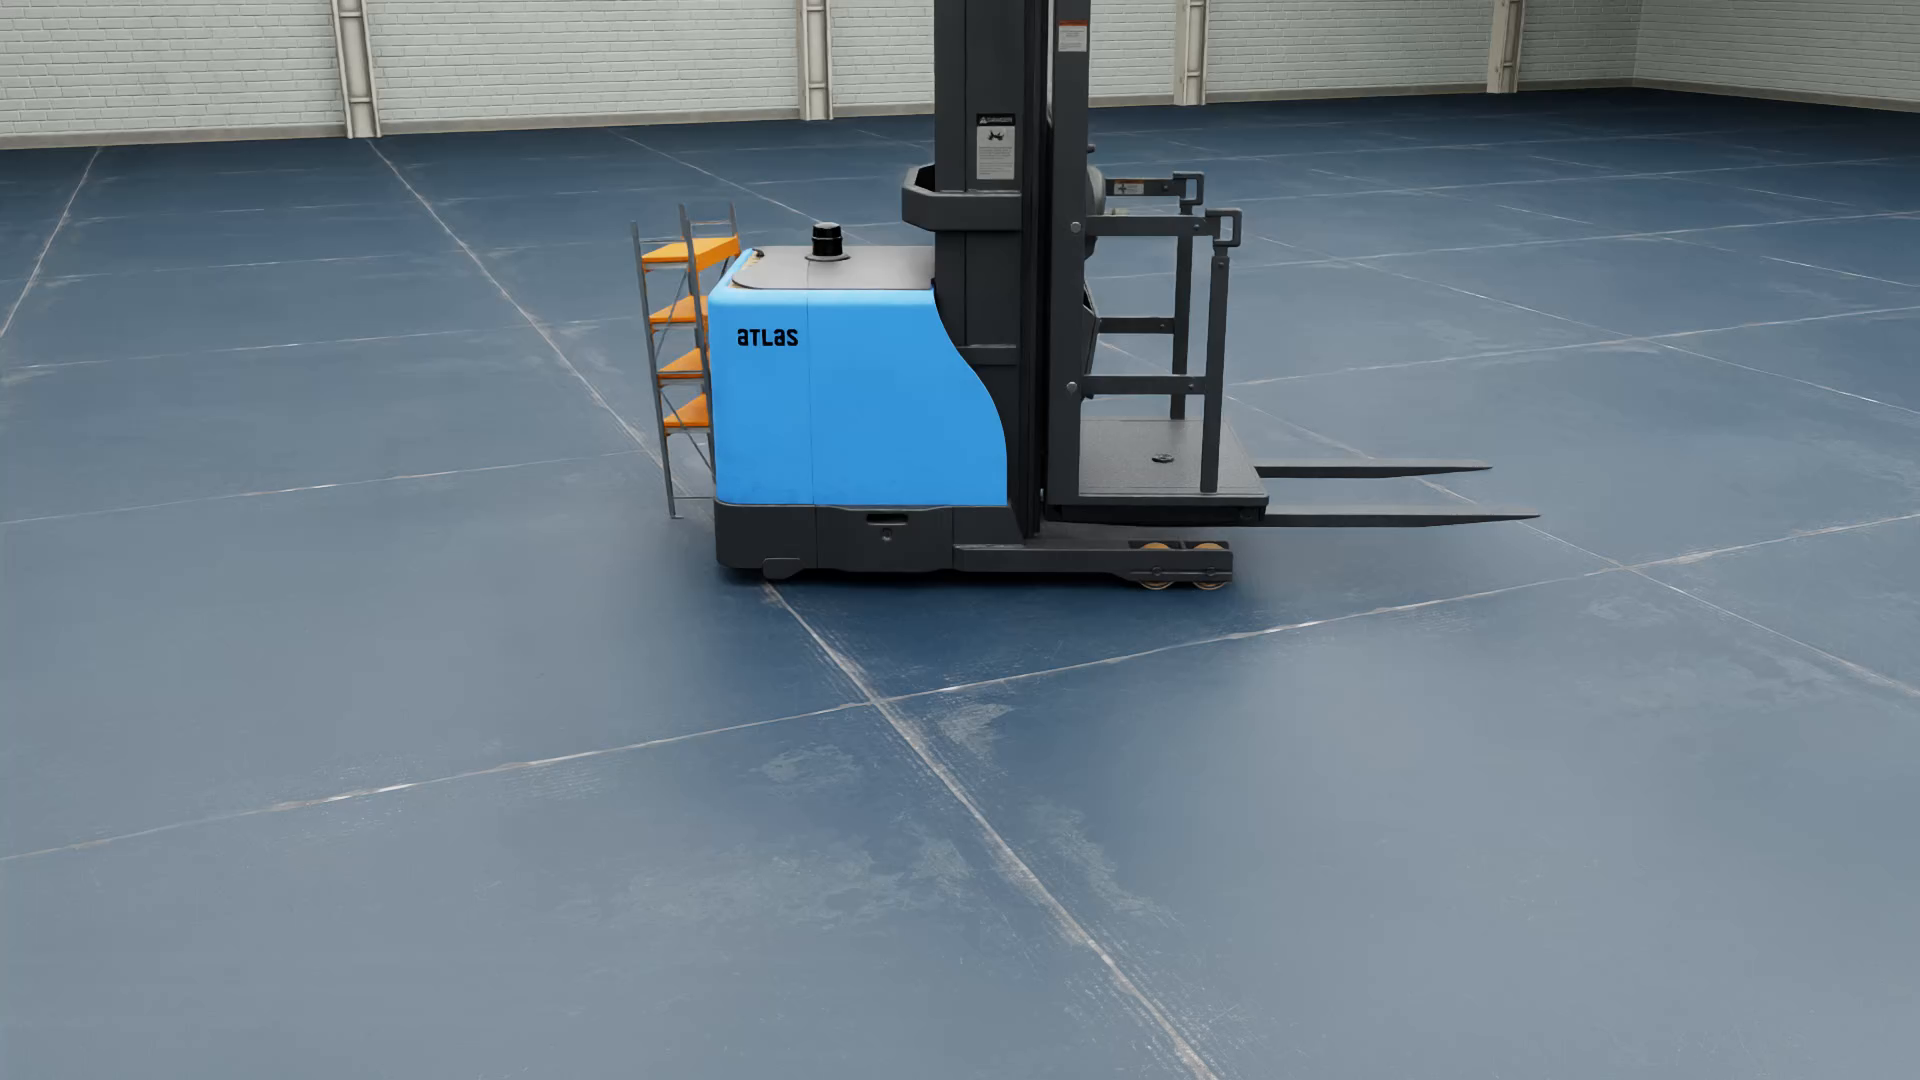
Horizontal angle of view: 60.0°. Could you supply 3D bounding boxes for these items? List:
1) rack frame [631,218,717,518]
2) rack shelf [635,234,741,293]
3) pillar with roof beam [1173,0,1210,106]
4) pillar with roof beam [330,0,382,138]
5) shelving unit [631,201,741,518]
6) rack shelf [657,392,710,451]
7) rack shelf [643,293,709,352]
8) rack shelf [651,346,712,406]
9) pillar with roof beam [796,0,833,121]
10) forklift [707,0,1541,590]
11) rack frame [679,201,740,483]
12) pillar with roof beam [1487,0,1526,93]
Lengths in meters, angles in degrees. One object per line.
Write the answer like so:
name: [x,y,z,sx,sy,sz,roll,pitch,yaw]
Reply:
rack frame: [-1.104,-0.658,6.556,0.240,1.200,0.015,0,19,13]
rack shelf: [-1.079,-1.109,6.657,0.258,0.148,0.480,0,19,13]
pillar with roof beam: [5.207,-9.598,20.231,0.400,9.000,9.100,-8,21,-22]
pillar with roof beam: [-5.812,-8.019,15.747,0.400,9.000,9.100,-8,21,-22]
shelving unit: [-1.050,-0.737,6.781,0.258,1.200,0.503,0,19,13]
rack shelf: [-1.031,-0.485,6.865,0.258,0.148,0.480,0,19,13]
rack shelf: [-1.062,-0.885,6.732,0.258,0.148,0.480,0,19,13]
rack shelf: [-1.046,-0.673,6.802,0.258,0.148,0.480,0,19,13]
pillar with roof beam: [-0.303,-8.808,17.989,0.400,9.000,9.100,-8,21,-22]
forklift: [0.626,-1.380,6.029,3.031,2.935,1.130,0,19,1]
rack frame: [-0.996,-0.816,7.005,0.240,1.200,0.015,0,19,13]
pillar with roof beam: [10.716,-10.387,22.472,0.400,9.000,9.100,-8,21,-22]
